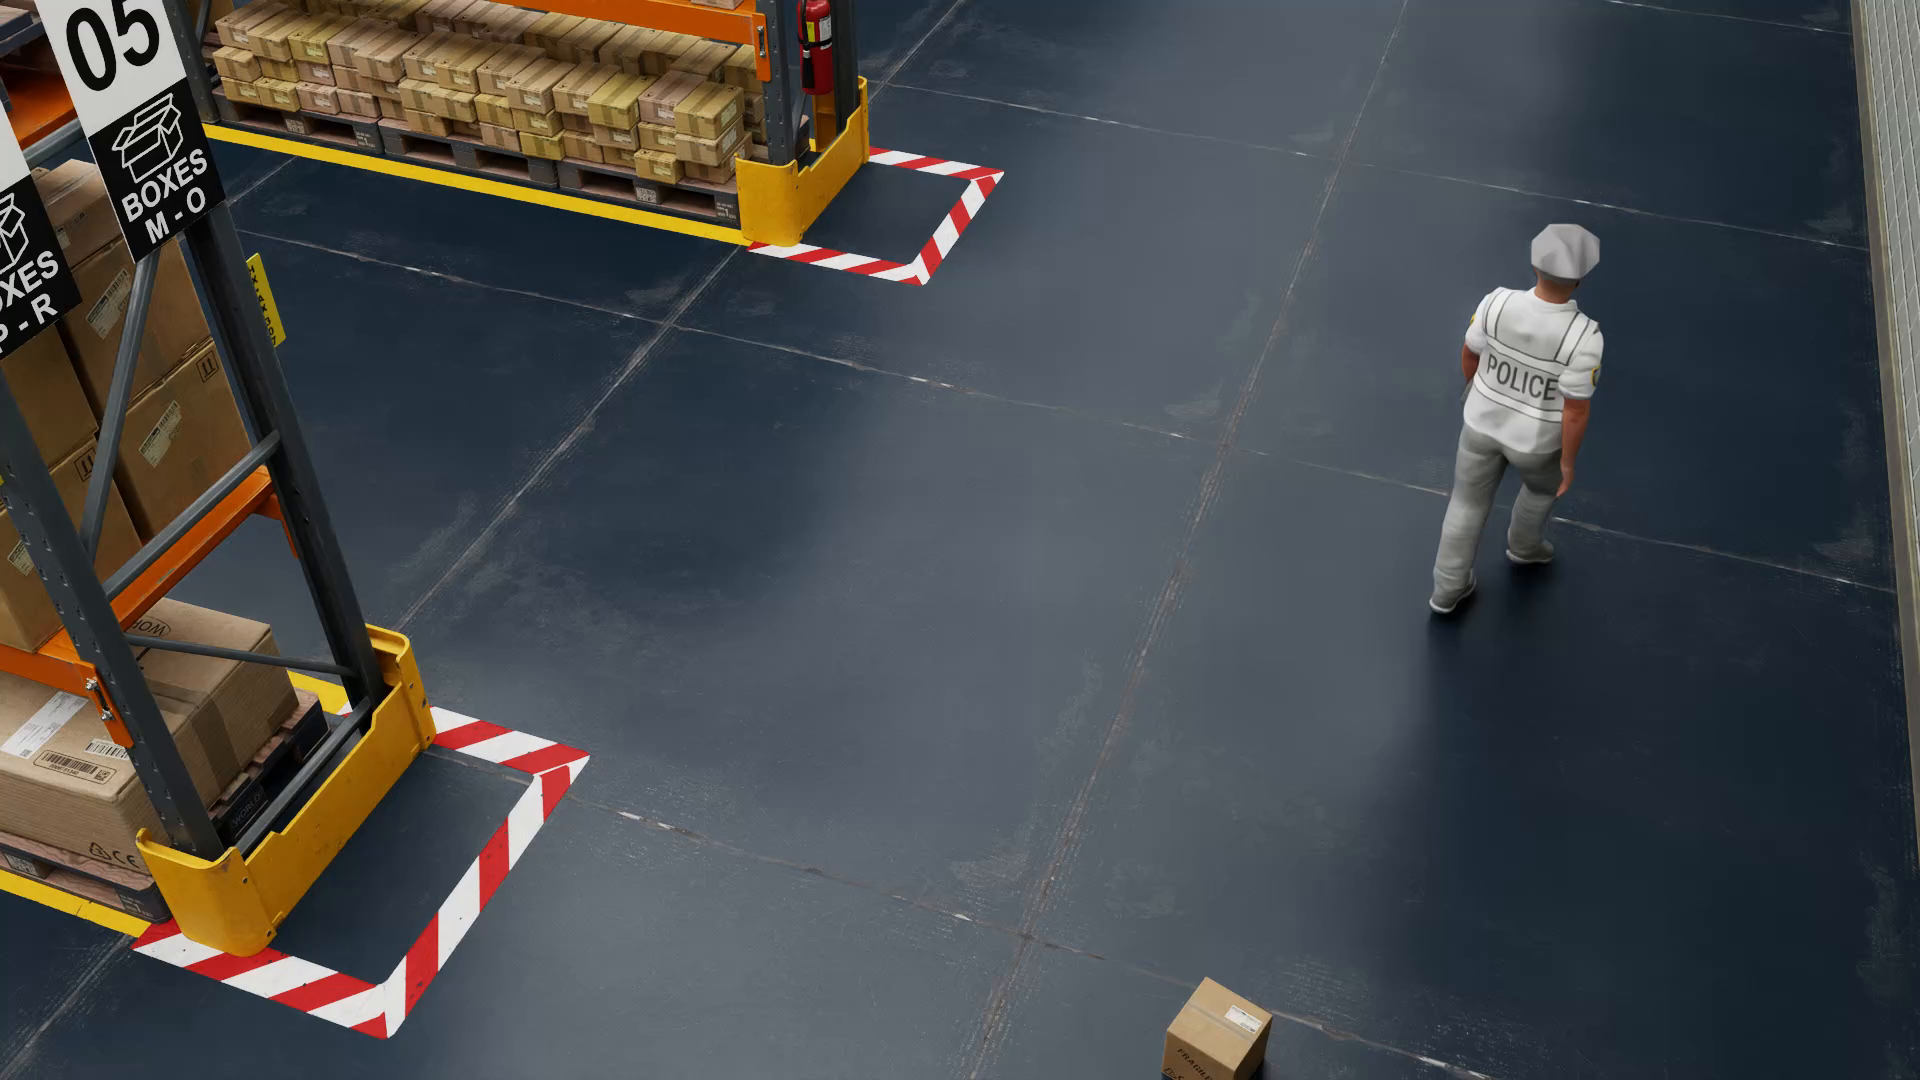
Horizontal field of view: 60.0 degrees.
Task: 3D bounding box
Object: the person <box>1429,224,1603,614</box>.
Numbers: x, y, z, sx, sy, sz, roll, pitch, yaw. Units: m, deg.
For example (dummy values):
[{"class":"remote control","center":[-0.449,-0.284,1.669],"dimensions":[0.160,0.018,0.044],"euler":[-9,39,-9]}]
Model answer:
[{"class":"person","center":[2.277,-0.497,6.722],"dimensions":[0.578,1.812,0.786],"euler":[25,47,26]}]
